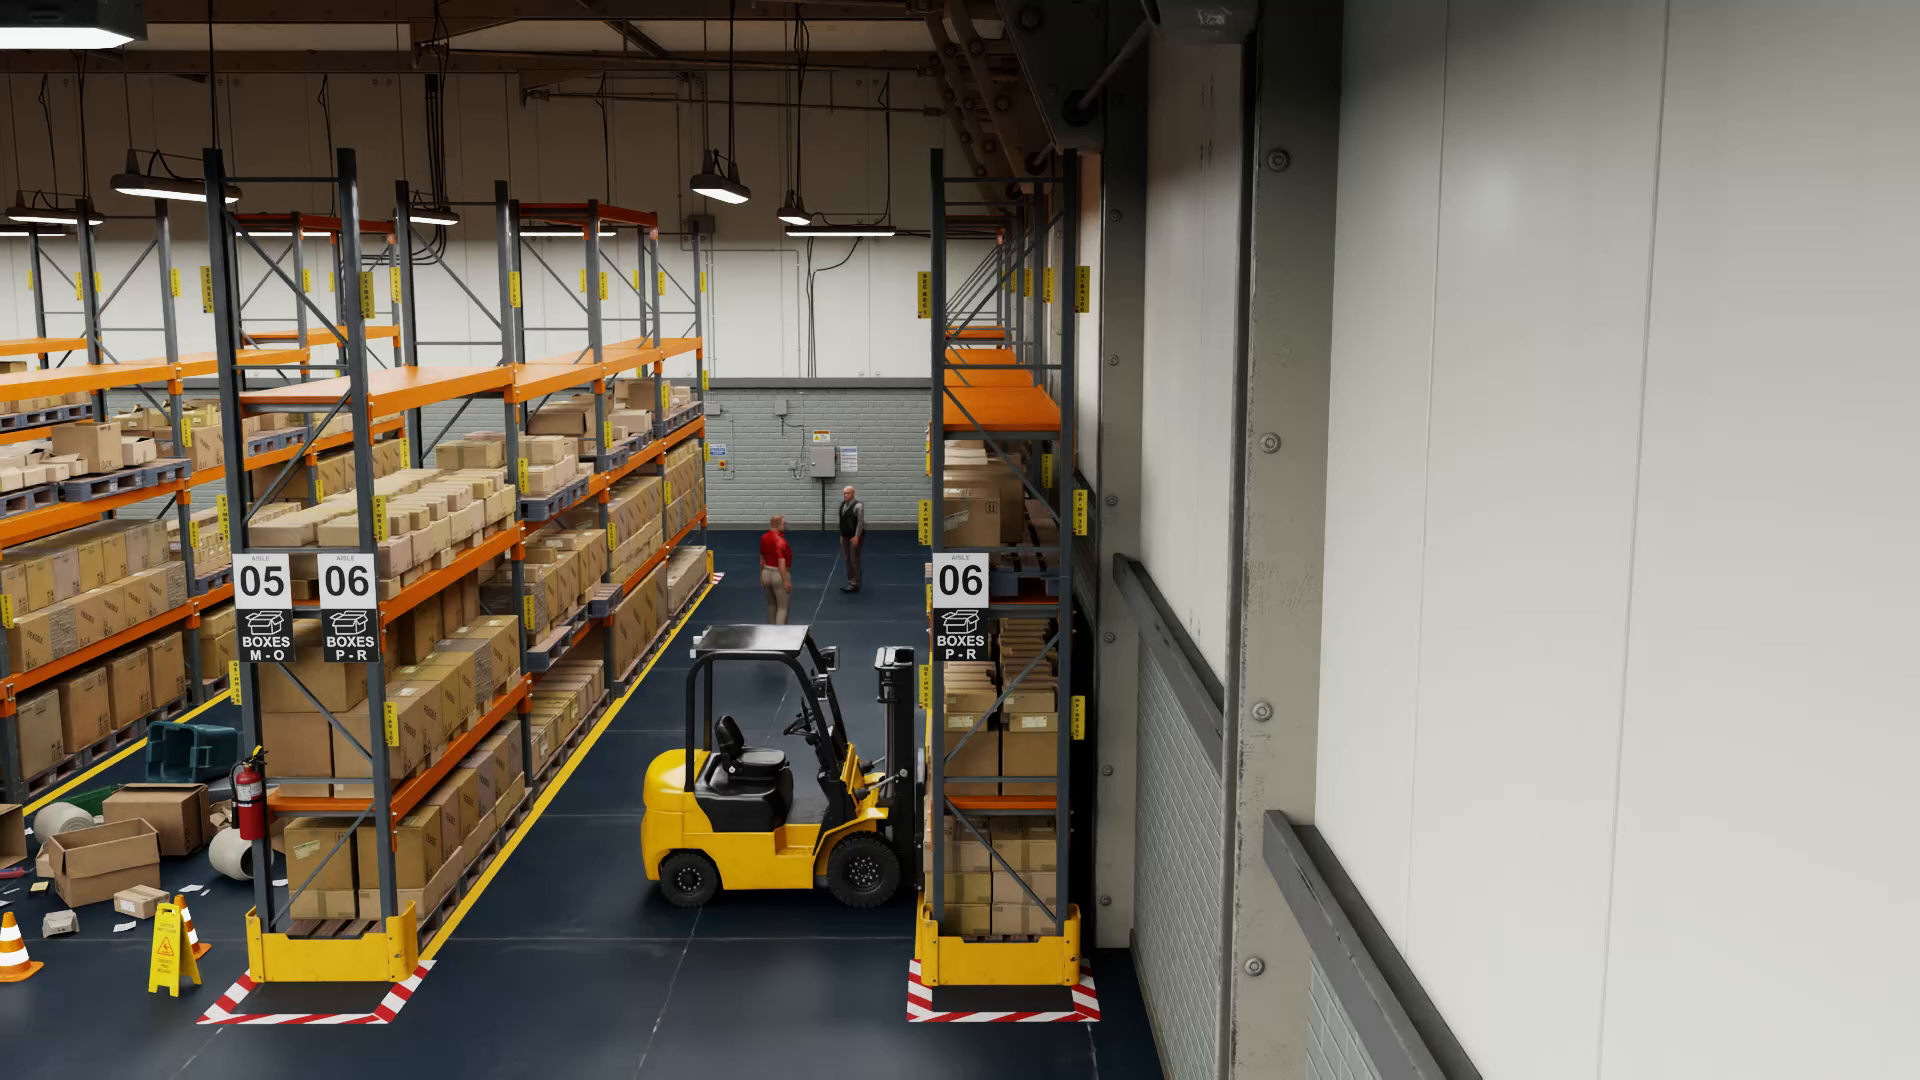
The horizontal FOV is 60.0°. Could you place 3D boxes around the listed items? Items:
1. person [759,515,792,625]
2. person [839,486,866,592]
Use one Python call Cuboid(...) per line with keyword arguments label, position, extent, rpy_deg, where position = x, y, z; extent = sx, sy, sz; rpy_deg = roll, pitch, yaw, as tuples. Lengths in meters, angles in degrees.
Cuboid(label="person", position=(-2.402, 0.513, 22.055), extent=(0.562, 1.728, 0.587), rpy_deg=(6, 11, 33))
Cuboid(label="person", position=(-1.787, -0.024, 27.147), extent=(0.411, 1.739, 0.557), rpy_deg=(-8, 12, -42))
